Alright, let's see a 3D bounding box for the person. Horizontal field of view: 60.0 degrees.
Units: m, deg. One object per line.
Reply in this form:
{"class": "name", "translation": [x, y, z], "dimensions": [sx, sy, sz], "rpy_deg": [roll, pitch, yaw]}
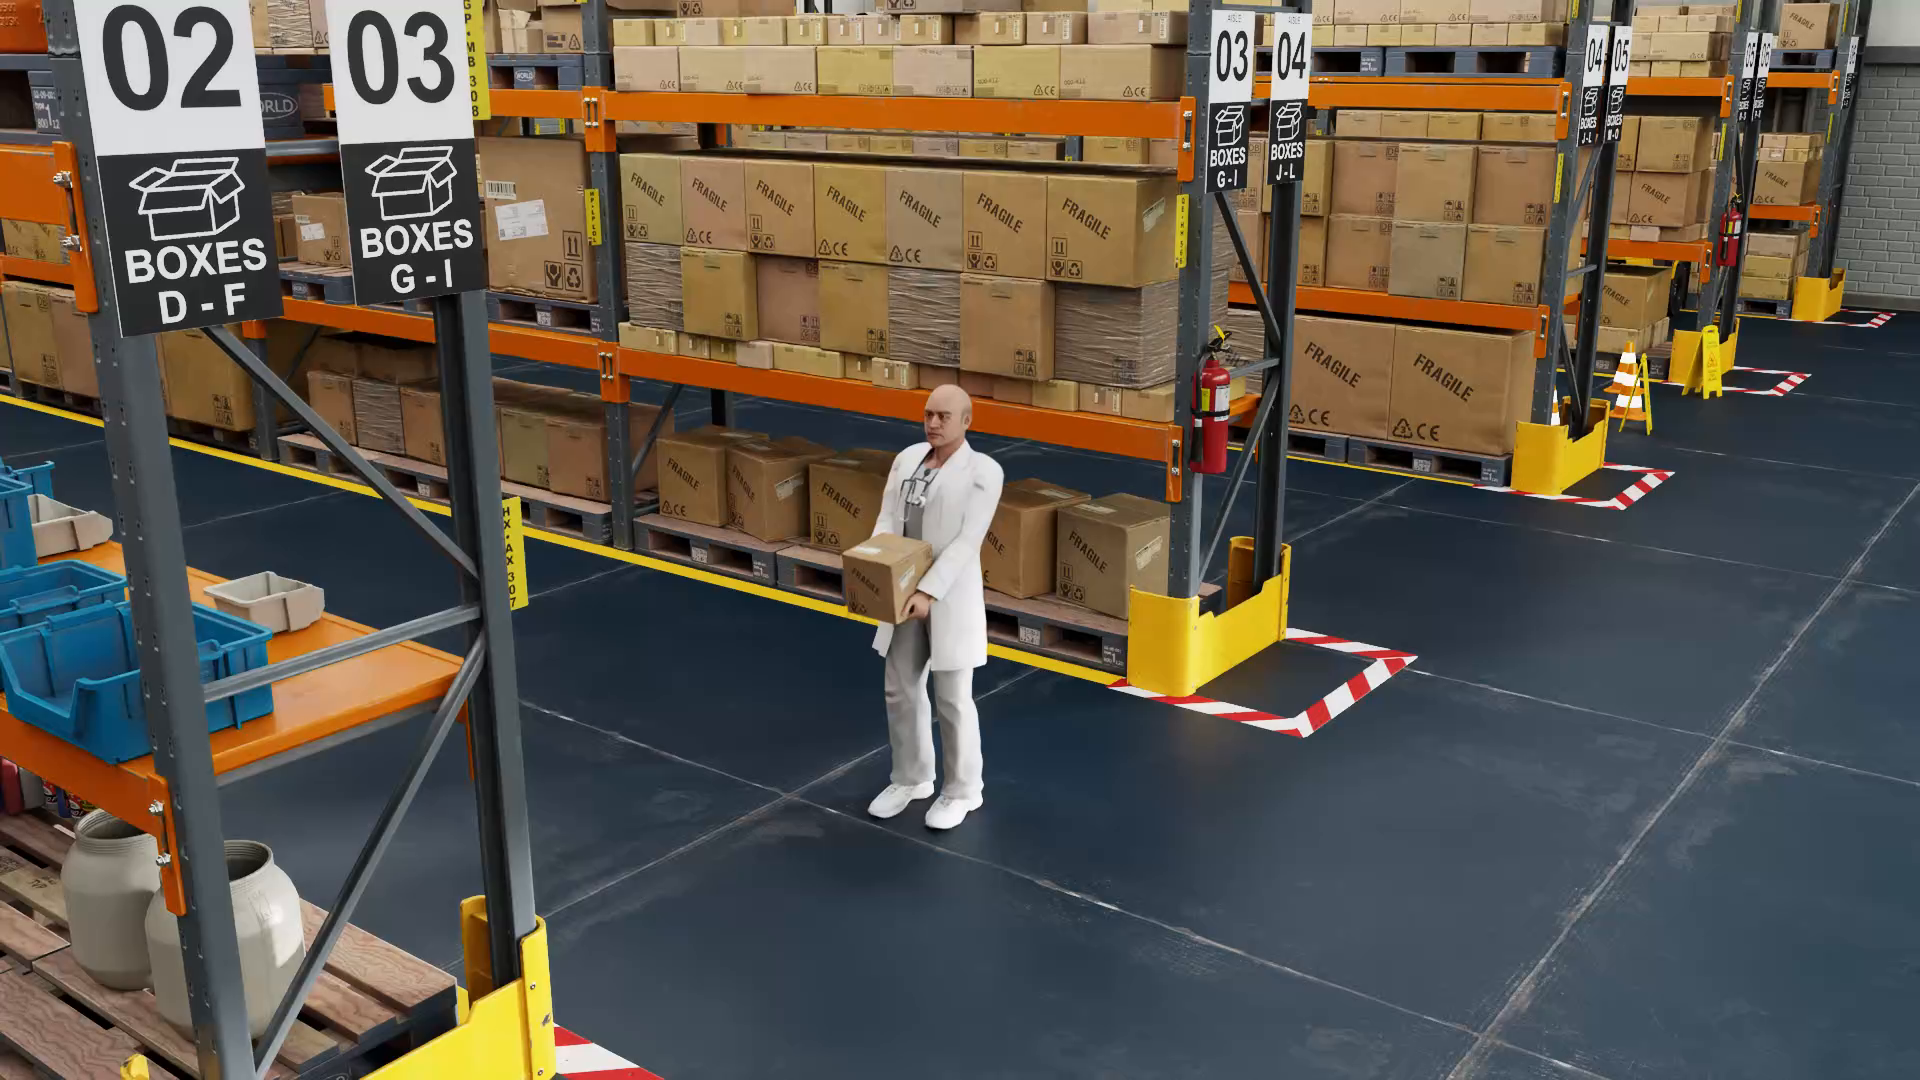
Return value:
{"class": "person", "translation": [-0.156, 0.280, 6.615], "dimensions": [0.529, 1.774, 0.550], "rpy_deg": [12, 20, 36]}
